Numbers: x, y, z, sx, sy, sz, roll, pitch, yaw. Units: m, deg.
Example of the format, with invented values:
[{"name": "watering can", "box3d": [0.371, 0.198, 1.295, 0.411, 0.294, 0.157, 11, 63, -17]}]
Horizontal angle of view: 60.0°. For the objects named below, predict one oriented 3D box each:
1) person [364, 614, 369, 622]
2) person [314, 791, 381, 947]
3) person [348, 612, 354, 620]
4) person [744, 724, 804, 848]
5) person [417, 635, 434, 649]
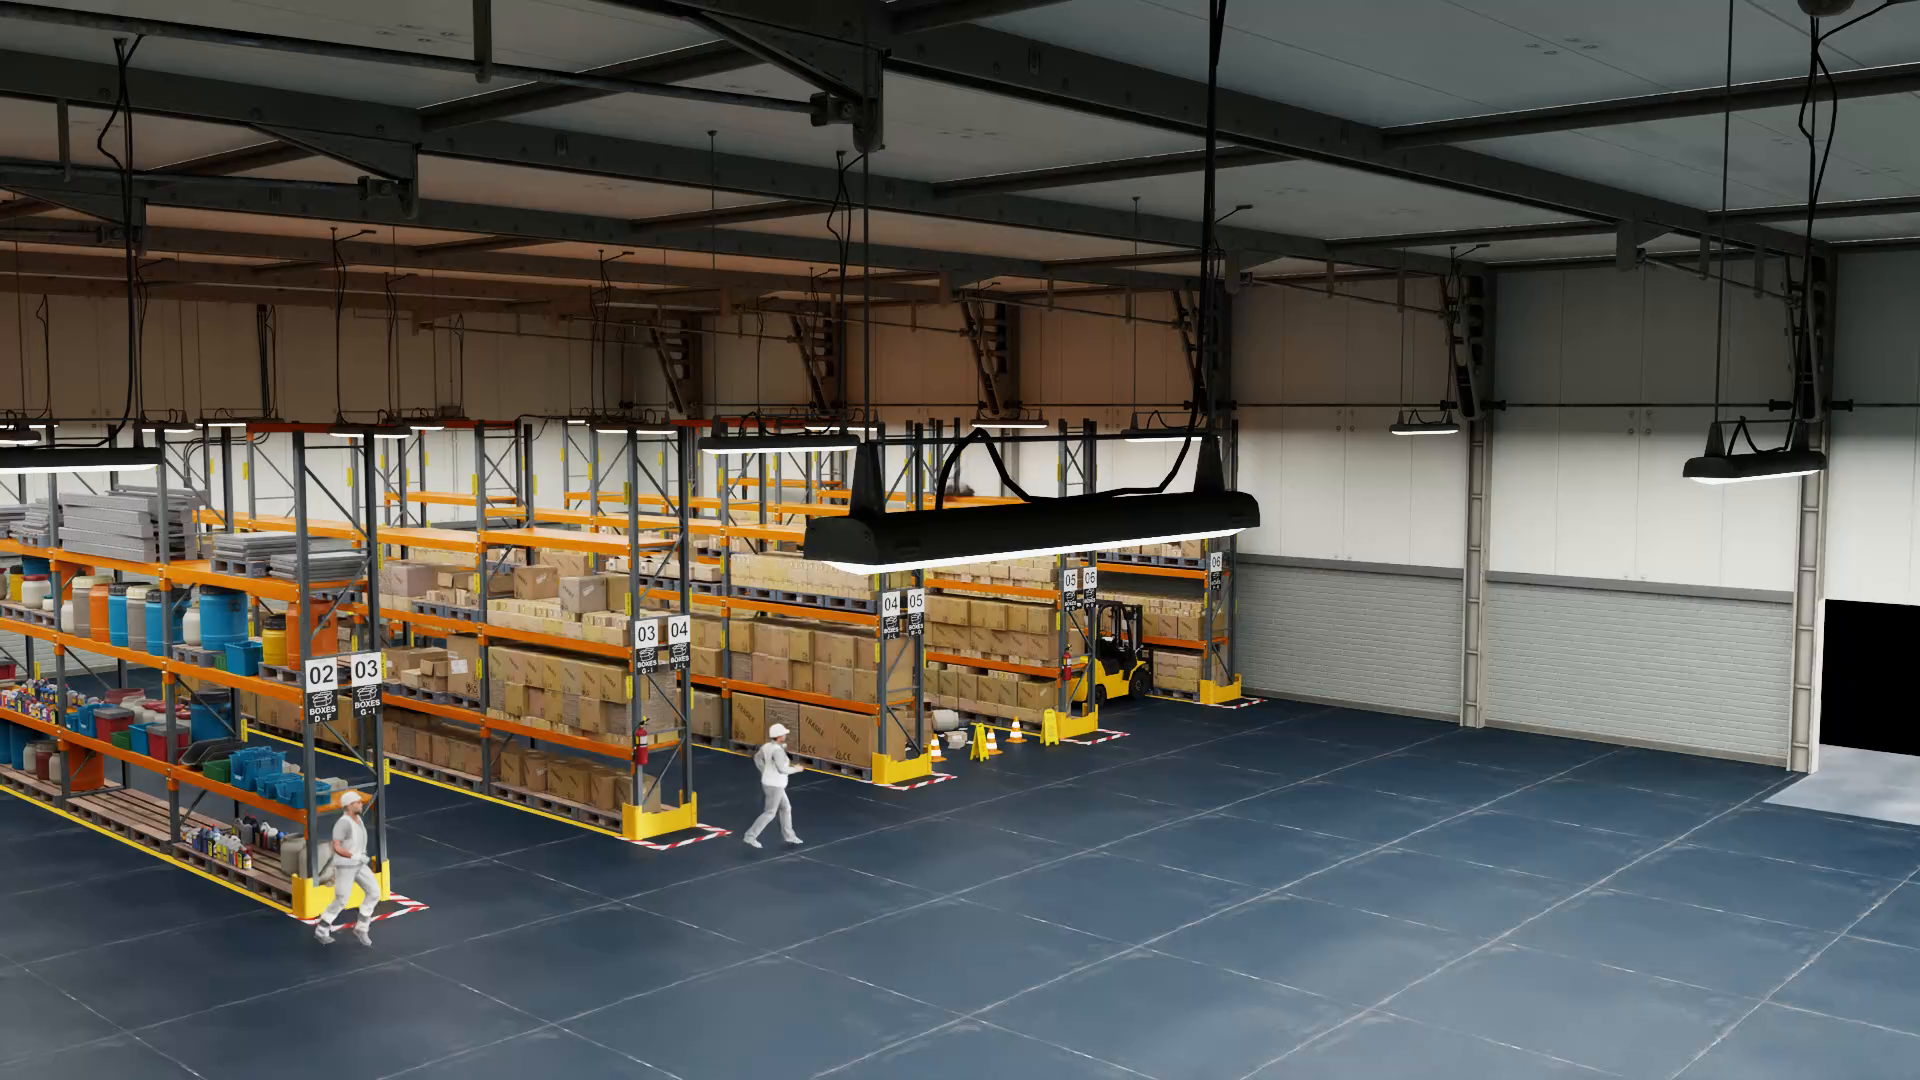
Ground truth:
[{"name": "person", "box3d": [-14.012, 2.362, 38.810, 0.616, 1.581, 0.602, 1, 5, 8]}, {"name": "person", "box3d": [-7.174, 3.858, 19.578, 0.692, 1.795, 0.722, 1, 5, 8]}, {"name": "person", "box3d": [-13.685, 2.365, 37.218, 0.711, 1.631, 0.696, -4, 6, -40]}, {"name": "person", "box3d": [-2.659, 3.508, 23.651, 0.930, 1.790, 0.645, -2, 5, -20]}, {"name": "person", "box3d": [-12.897, 2.241, 40.297, 0.561, 1.674, 0.601, 1, 5, 11]}]
